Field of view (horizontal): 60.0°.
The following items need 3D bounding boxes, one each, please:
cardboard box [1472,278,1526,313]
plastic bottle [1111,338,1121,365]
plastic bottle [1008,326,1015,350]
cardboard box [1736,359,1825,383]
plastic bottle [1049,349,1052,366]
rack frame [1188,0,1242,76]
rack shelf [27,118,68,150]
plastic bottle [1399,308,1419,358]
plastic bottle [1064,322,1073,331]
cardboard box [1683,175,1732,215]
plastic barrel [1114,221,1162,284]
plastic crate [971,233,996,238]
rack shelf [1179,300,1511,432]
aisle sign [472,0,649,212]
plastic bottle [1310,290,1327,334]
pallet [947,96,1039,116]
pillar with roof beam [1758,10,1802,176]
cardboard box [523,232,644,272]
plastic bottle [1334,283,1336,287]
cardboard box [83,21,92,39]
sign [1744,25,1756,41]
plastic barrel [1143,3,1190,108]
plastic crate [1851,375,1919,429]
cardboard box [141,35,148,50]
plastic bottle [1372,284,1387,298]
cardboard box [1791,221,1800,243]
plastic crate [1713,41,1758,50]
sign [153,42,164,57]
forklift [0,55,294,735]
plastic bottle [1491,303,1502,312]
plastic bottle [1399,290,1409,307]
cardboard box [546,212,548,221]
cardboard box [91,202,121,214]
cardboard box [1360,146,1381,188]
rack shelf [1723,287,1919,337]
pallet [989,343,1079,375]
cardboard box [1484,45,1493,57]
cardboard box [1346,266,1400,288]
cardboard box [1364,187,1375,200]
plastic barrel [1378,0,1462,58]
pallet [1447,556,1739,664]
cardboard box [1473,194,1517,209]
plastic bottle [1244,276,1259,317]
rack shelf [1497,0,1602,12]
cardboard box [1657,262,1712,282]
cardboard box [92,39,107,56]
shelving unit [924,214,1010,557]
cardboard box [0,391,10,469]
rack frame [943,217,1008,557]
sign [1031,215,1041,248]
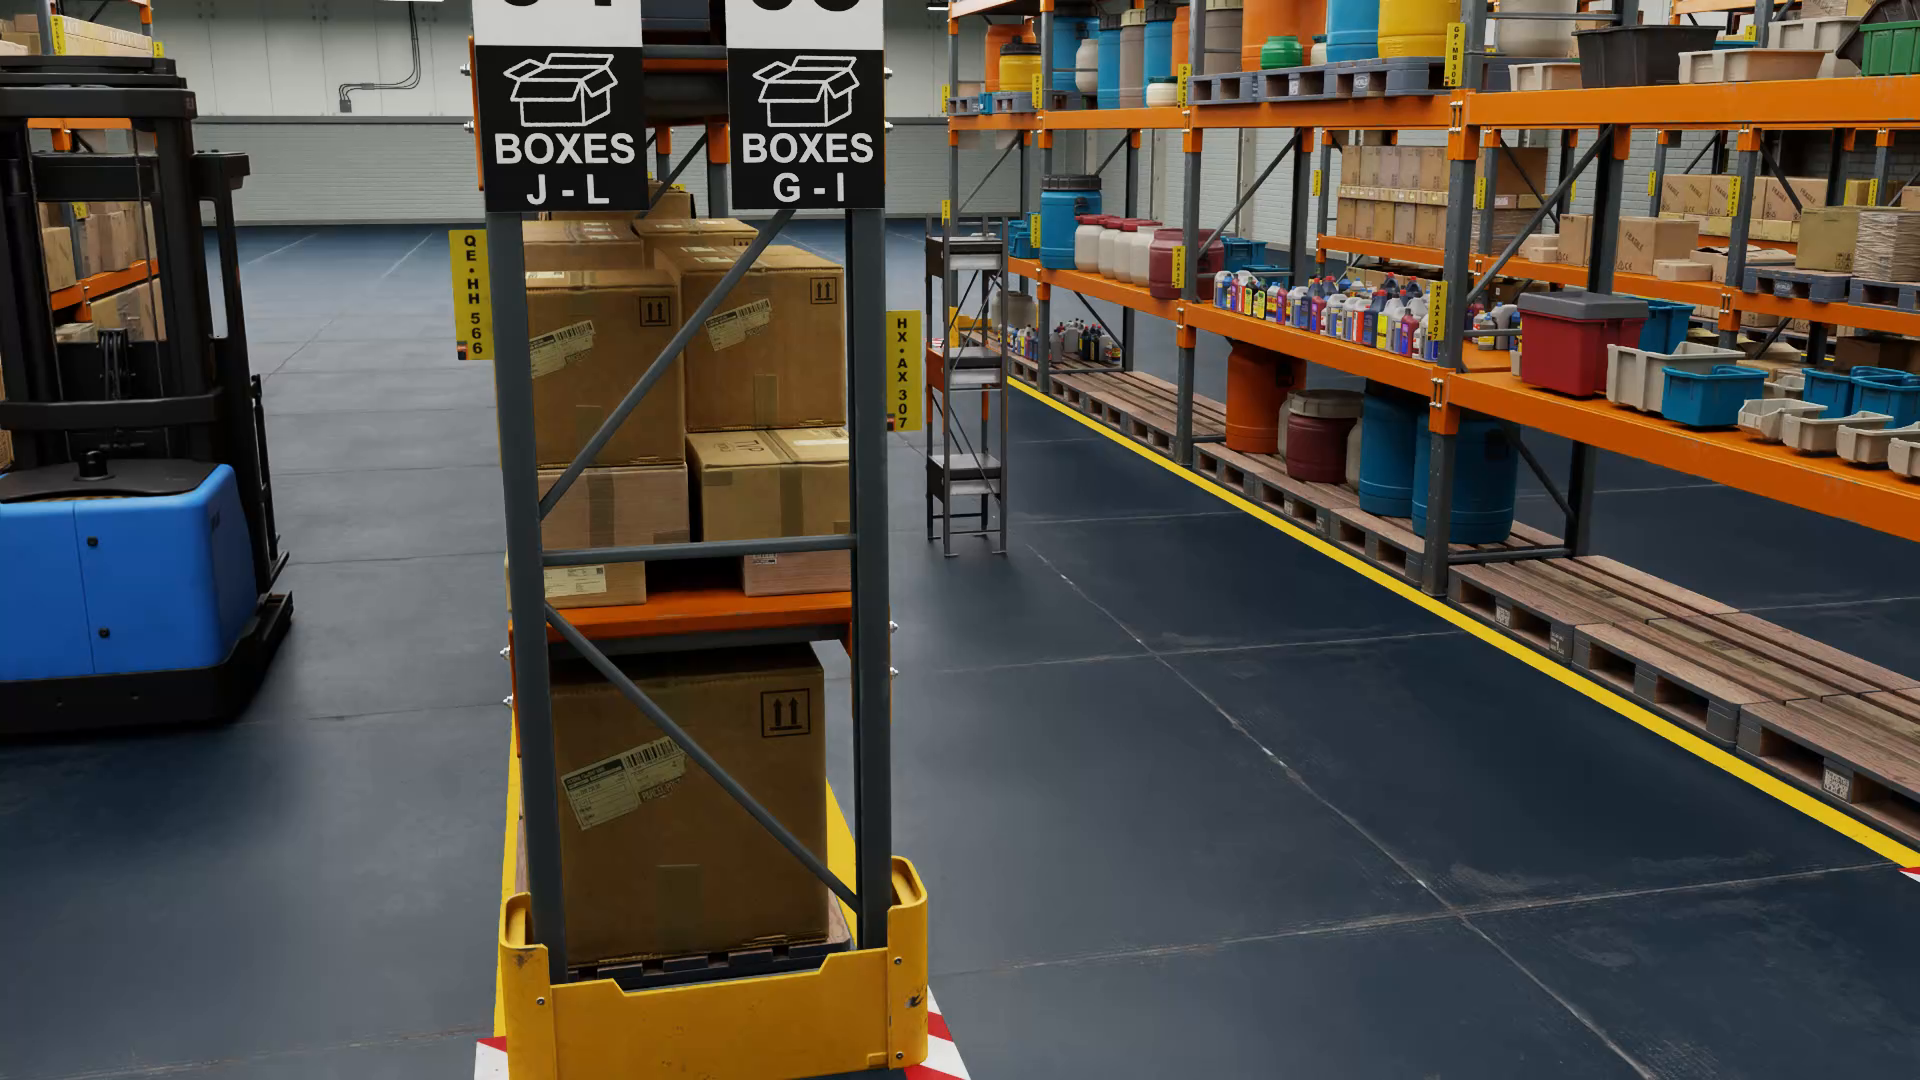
[{"bbox_3d":[6.188,-2.758,19.222,0.500,0.500,0.500,-3,14,-13],"label":"cardboard box"},{"bbox_3d":[1.653,-1.997,17.601,0.097,0.271,0.097,0,14,0],"label":"plastic bottle"},{"bbox_3d":[0.590,-2.284,18.776,0.097,0.271,0.097,0,14,0],"label":"plastic bottle"},{"bbox_3d":[6.886,-1.241,14.028,0.500,0.500,0.500,-3,14,-11],"label":"cardboard box"},{"bbox_3d":[0.914,-1.931,17.480,0.097,0.201,0.097,0,14,0],"label":"plastic bottle"},{"bbox_3d":[2.241,-5.002,12.440,1.000,3.000,0.127,-3,14,-13],"label":"rack frame"},{"bbox_3d":[-7.888,-3.127,12.603,1.077,0.370,4.000,-3,14,-13],"label":"rack shelf"},{"bbox_3d":[2.675,-1.232,9.895,0.061,0.283,0.133,-3,14,-13],"label":"plastic bottle"},{"bbox_3d":[1.253,-2.365,19.098,0.152,0.276,0.135,-3,14,-13],"label":"plastic bottle"},{"bbox_3d":[9.919,-4.545,21.904,0.500,0.500,0.500,-3,14,-13],"label":"cardboard box"},{"bbox_3d":[1.587,-2.574,14.858,0.433,0.535,0.433,0,14,0],"label":"plastic barrel"},{"bbox_3d":[0.260,-3.581,19.819,0.298,0.136,0.250,-3,14,-13],"label":"plastic crate"},{"bbox_3d":[2.711,-1.277,11.349,1.077,0.370,4.000,-3,14,-13],"label":"rack shelf"},{"bbox_3d":[-0.969,-1.196,4.023,0.394,0.787,0.004,-3,14,-13],"label":"aisle sign"},{"bbox_3d":[2.385,-1.517,11.062,0.061,0.283,0.133,-3,14,-13],"label":"plastic bottle"},{"bbox_3d":[0.462,-5.102,19.569,1.003,0.211,1.213,-3,14,-13],"label":"pallet"},{"bbox_3d":[6.813,-7.046,20.808,9.100,9.000,0.400,-3,14,-13],"label":"pillar with roof beam"},{"bbox_3d":[-1.535,-0.966,6.671,0.500,0.500,0.500,-4,14,-15],"label":"cardboard box"},{"bbox_3d":[2.815,-1.841,12.560,0.097,0.201,0.097,0,14,0],"label":"plastic bottle"},{"bbox_3d":[-8.293,-4.735,15.421,0.380,0.149,0.250,-4,14,-14],"label":"cardboard box"},{"bbox_3d":[6.516,-4.081,13.733,0.100,0.325,0.005,-3,14,-13],"label":"sign"},{"bbox_3d":[1.940,-4.304,14.847,0.600,0.901,0.708,-3,14,-13],"label":"plastic barrel"},{"bbox_3d":[4.073,-0.569,7.162,0.416,0.233,0.300,-3,14,-13],"label":"plastic crate"},{"bbox_3d":[-8.831,-5.262,17.580,0.380,0.149,0.250,-3,14,-13],"label":"cardboard box"},{"bbox_3d":[2.923,-1.647,11.594,0.061,0.283,0.133,-3,14,-13],"label":"plastic bottle"},{"bbox_3d":[10.417,-3.707,20.055,0.500,0.250,0.500,-3,14,-13],"label":"cardboard box"},{"bbox_3d":[3.705,-2.348,8.252,0.416,0.233,0.300,-3,14,-13],"label":"plastic crate"},{"bbox_3d":[-8.766,-5.280,18.199,0.100,0.325,0.005,-3,14,-13],"label":"sign"},{"bbox_3d":[-4.123,-0.882,8.361,1.130,2.935,3.031,-3,14,-14],"label":"forklift"},{"bbox_3d":[3.356,-1.343,10.375,0.097,0.271,0.097,0,14,0],"label":"plastic bottle"},{"bbox_3d":[2.744,-1.385,10.381,0.144,0.351,0.185,-3,14,-13],"label":"plastic bottle"},{"bbox_3d":[-2.967,-2.310,12.965,0.700,0.500,0.500,-1,14,-5],"label":"cardboard box"},{"bbox_3d":[-8.646,-3.418,16.007,0.875,0.550,0.550,-3,14,-13],"label":"cardboard box"},{"bbox_3d":[5.417,-4.646,20.677,0.700,0.500,0.500,-4,14,-15],"label":"cardboard box"},{"bbox_3d":[7.527,-1.552,12.475,1.077,0.370,4.000,-3,14,-13],"label":"rack shelf"},{"bbox_3d":[0.895,-2.095,19.058,1.003,0.211,1.213,-3,14,-13],"label":"pallet"},{"bbox_3d":[5.854,-5.452,19.204,0.797,0.503,0.637,-2,14,-7],"label":"cardboard box"},{"bbox_3d":[5.207,-3.190,20.991,0.500,0.500,0.500,-3,14,-13],"label":"cardboard box"},{"bbox_3d":[5.240,-4.293,20.600,0.380,0.149,0.250,-4,14,-14],"label":"cardboard box"},{"bbox_3d":[2.769,-3.117,9.762,0.600,0.588,0.600,0,14,0],"label":"plastic barrel"},{"bbox_3d":[3.391,0.357,9.020,1.003,0.211,1.213,-3,14,-13],"label":"pallet"},{"bbox_3d":[5.846,-3.700,18.174,0.380,0.149,0.250,-3,14,-13],"label":"cardboard box"},{"bbox_3d":[2.125,-1.773,12.109,0.061,0.283,0.133,-3,14,-13],"label":"plastic bottle"},{"bbox_3d":[6.587,-5.195,15.588,1.077,0.370,4.000,-3,14,-13],"label":"rack shelf"},{"bbox_3d":[6.577,-2.433,15.094,0.380,0.149,0.250,-3,14,-13],"label":"cardboard box"},{"bbox_3d":[-8.439,-4.624,15.805,0.500,0.250,0.500,-3,14,-14],"label":"cardboard box"},{"bbox_3d":[0.039,-0.982,10.522,0.431,2.100,0.503,-3,14,-13],"label":"shelving unit"},{"bbox_3d":[-7.473,-0.815,11.798,1.050,0.750,0.750,-3,14,-14],"label":"cardboard box"},{"bbox_3d":[0.096,-0.926,10.291,0.400,2.100,0.015,-3,14,-13],"label":"rack frame"},{"bbox_3d":[0.765,-3.117,16.781,0.100,0.325,0.005,-3,14,-13],"label":"sign"}]
